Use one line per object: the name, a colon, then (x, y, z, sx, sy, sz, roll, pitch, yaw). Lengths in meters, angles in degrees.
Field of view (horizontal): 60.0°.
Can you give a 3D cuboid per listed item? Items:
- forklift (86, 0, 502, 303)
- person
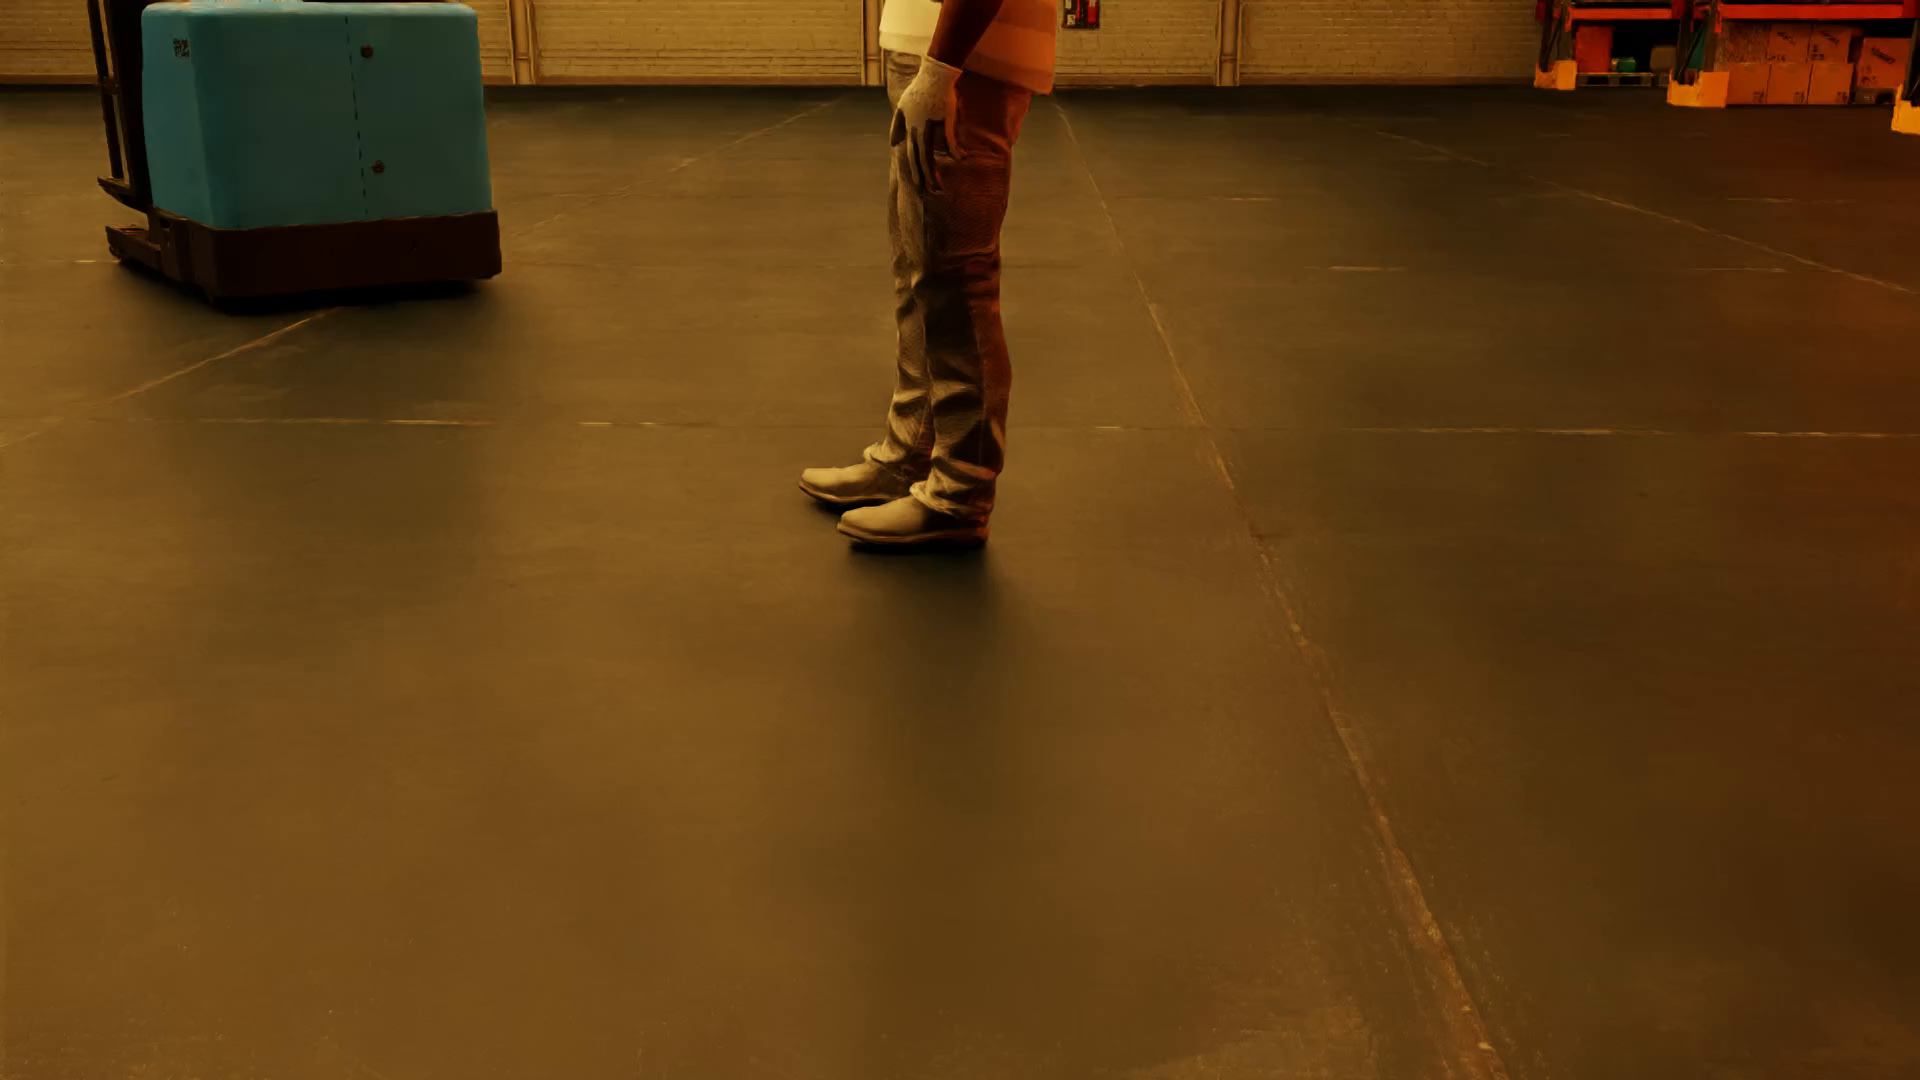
forklift: (-3.070, -2.636, 6.916, 1.130, 2.935, 3.031, -12, 21, -35)
person: (-0.072, -0.861, 3.115, 0.576, 1.782, 0.655, 1, 17, 2)
